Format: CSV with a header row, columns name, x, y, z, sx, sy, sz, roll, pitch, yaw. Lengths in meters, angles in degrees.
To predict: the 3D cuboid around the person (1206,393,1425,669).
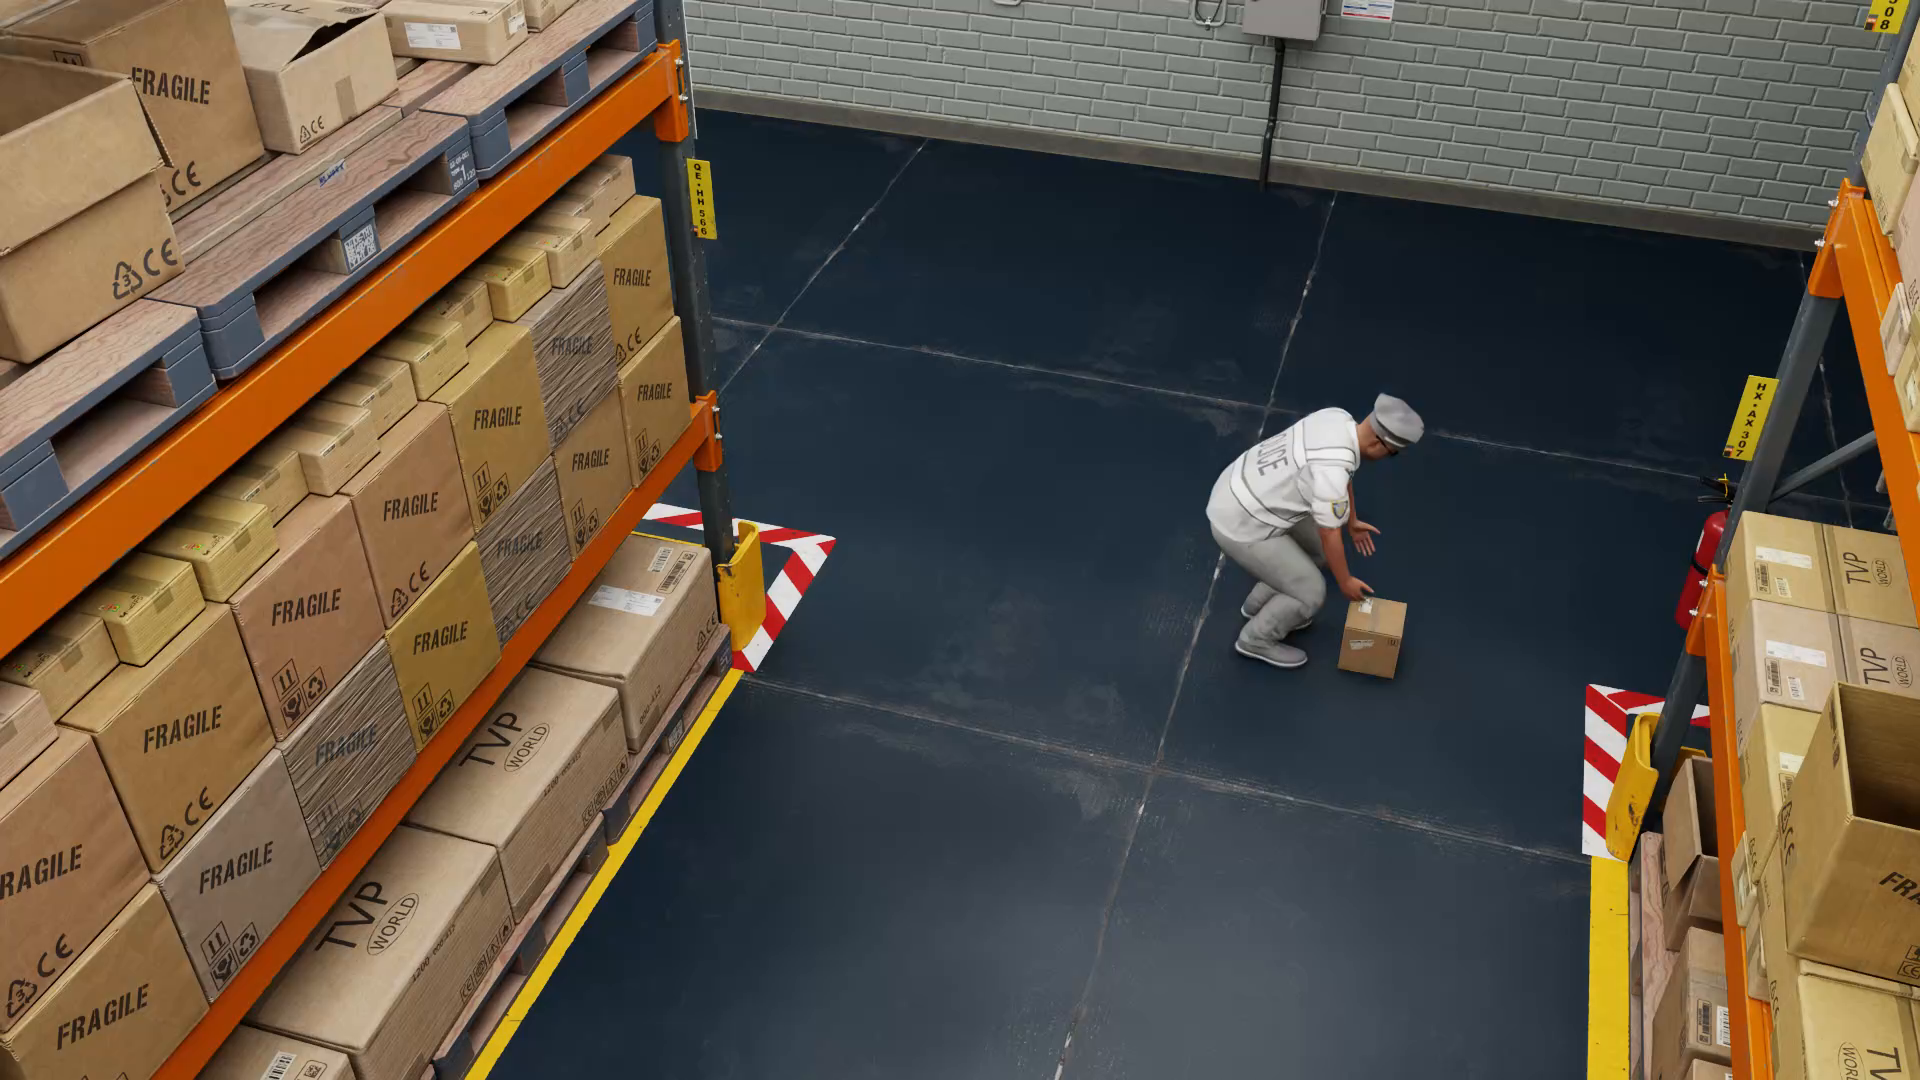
name,x,y,z,sx,sy,sz,roll,pitch,yaw
person,1.527,-0.081,7.359,0.855,1.321,0.588,11,38,14
